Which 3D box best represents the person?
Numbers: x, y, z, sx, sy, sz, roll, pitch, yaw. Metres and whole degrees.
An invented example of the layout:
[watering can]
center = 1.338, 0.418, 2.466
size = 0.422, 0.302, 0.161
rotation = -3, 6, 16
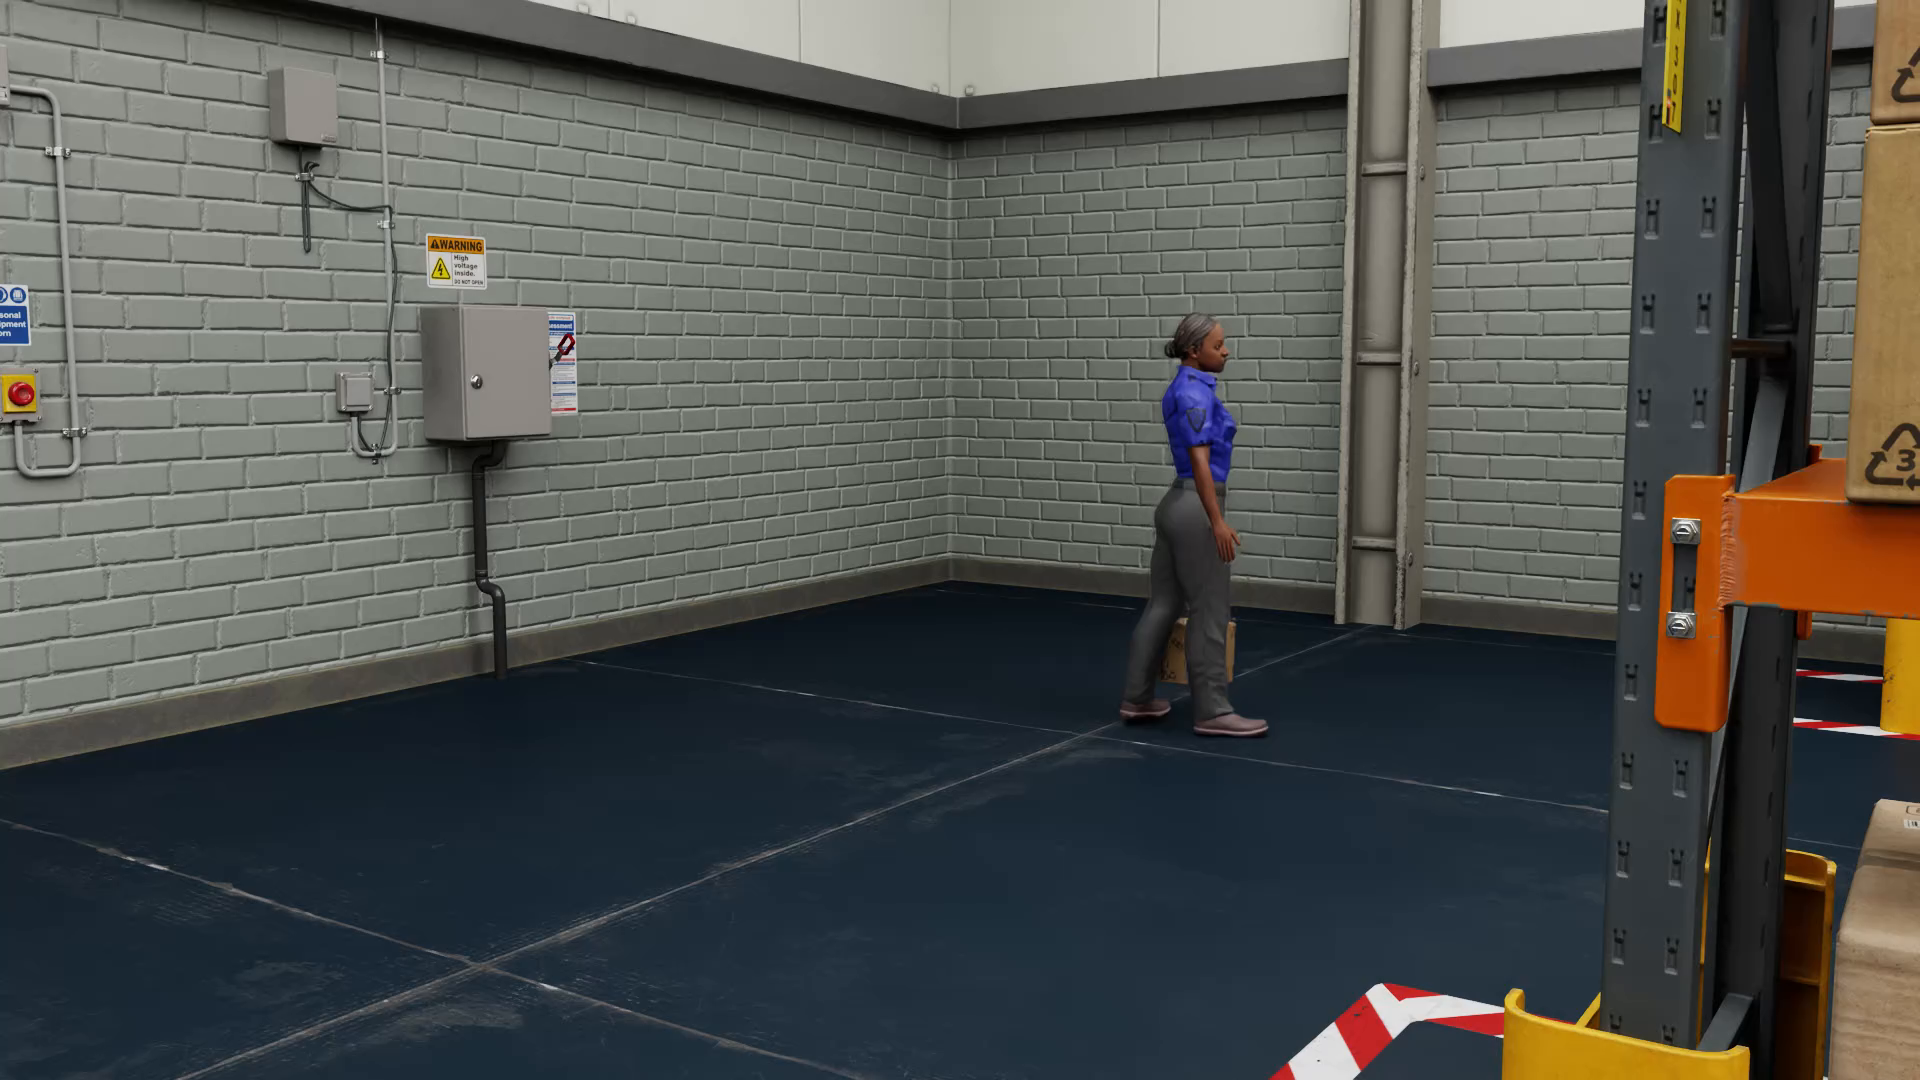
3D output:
[person]
center = 0.933, -0.068, 6.576
size = 0.552, 1.651, 0.609
rotation = 0, 6, -4
